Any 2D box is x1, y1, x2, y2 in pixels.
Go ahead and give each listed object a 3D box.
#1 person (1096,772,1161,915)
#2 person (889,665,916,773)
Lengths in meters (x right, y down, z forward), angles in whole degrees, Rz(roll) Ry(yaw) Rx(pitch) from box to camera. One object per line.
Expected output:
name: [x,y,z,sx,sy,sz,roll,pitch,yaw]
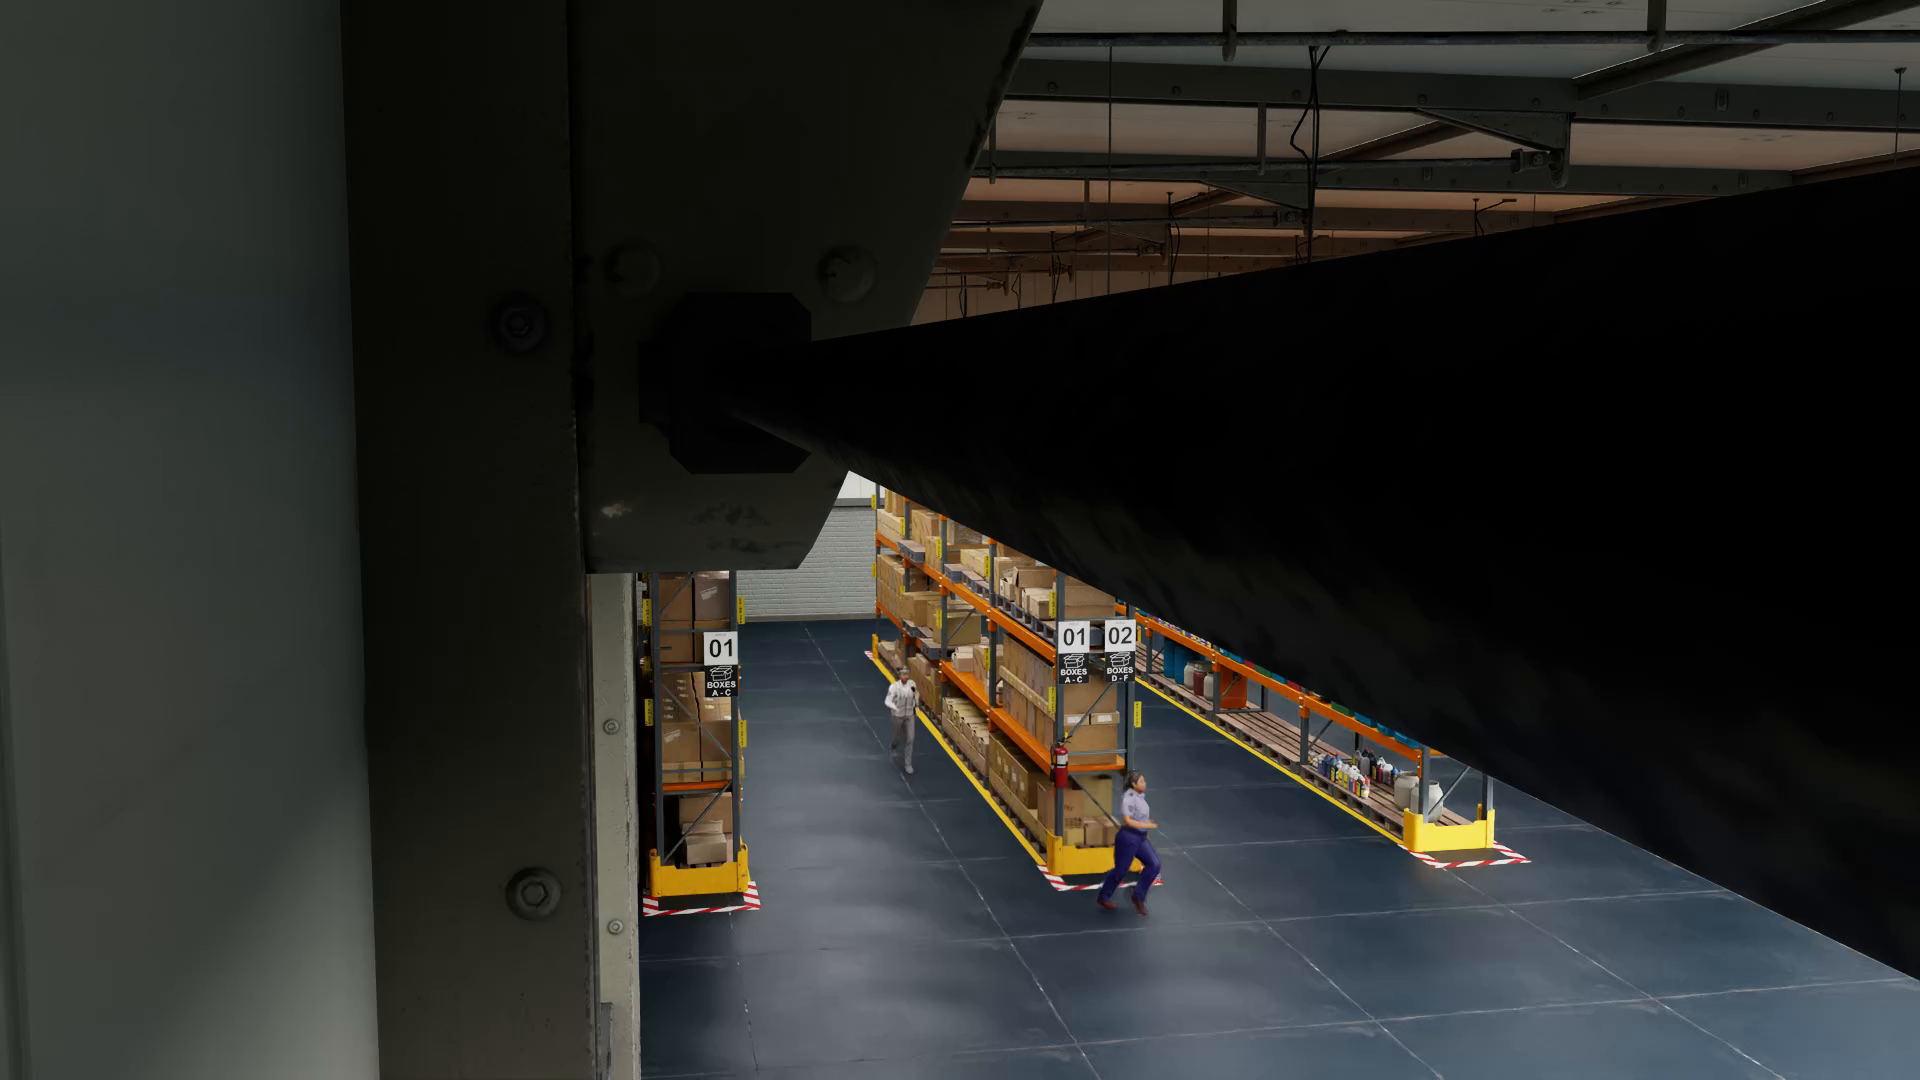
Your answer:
person: [2.002,3.549,19.496,0.707,1.650,0.665,3,7,27]
person: [-0.890,2.785,26.378,0.344,1.681,0.892,-2,6,-17]
